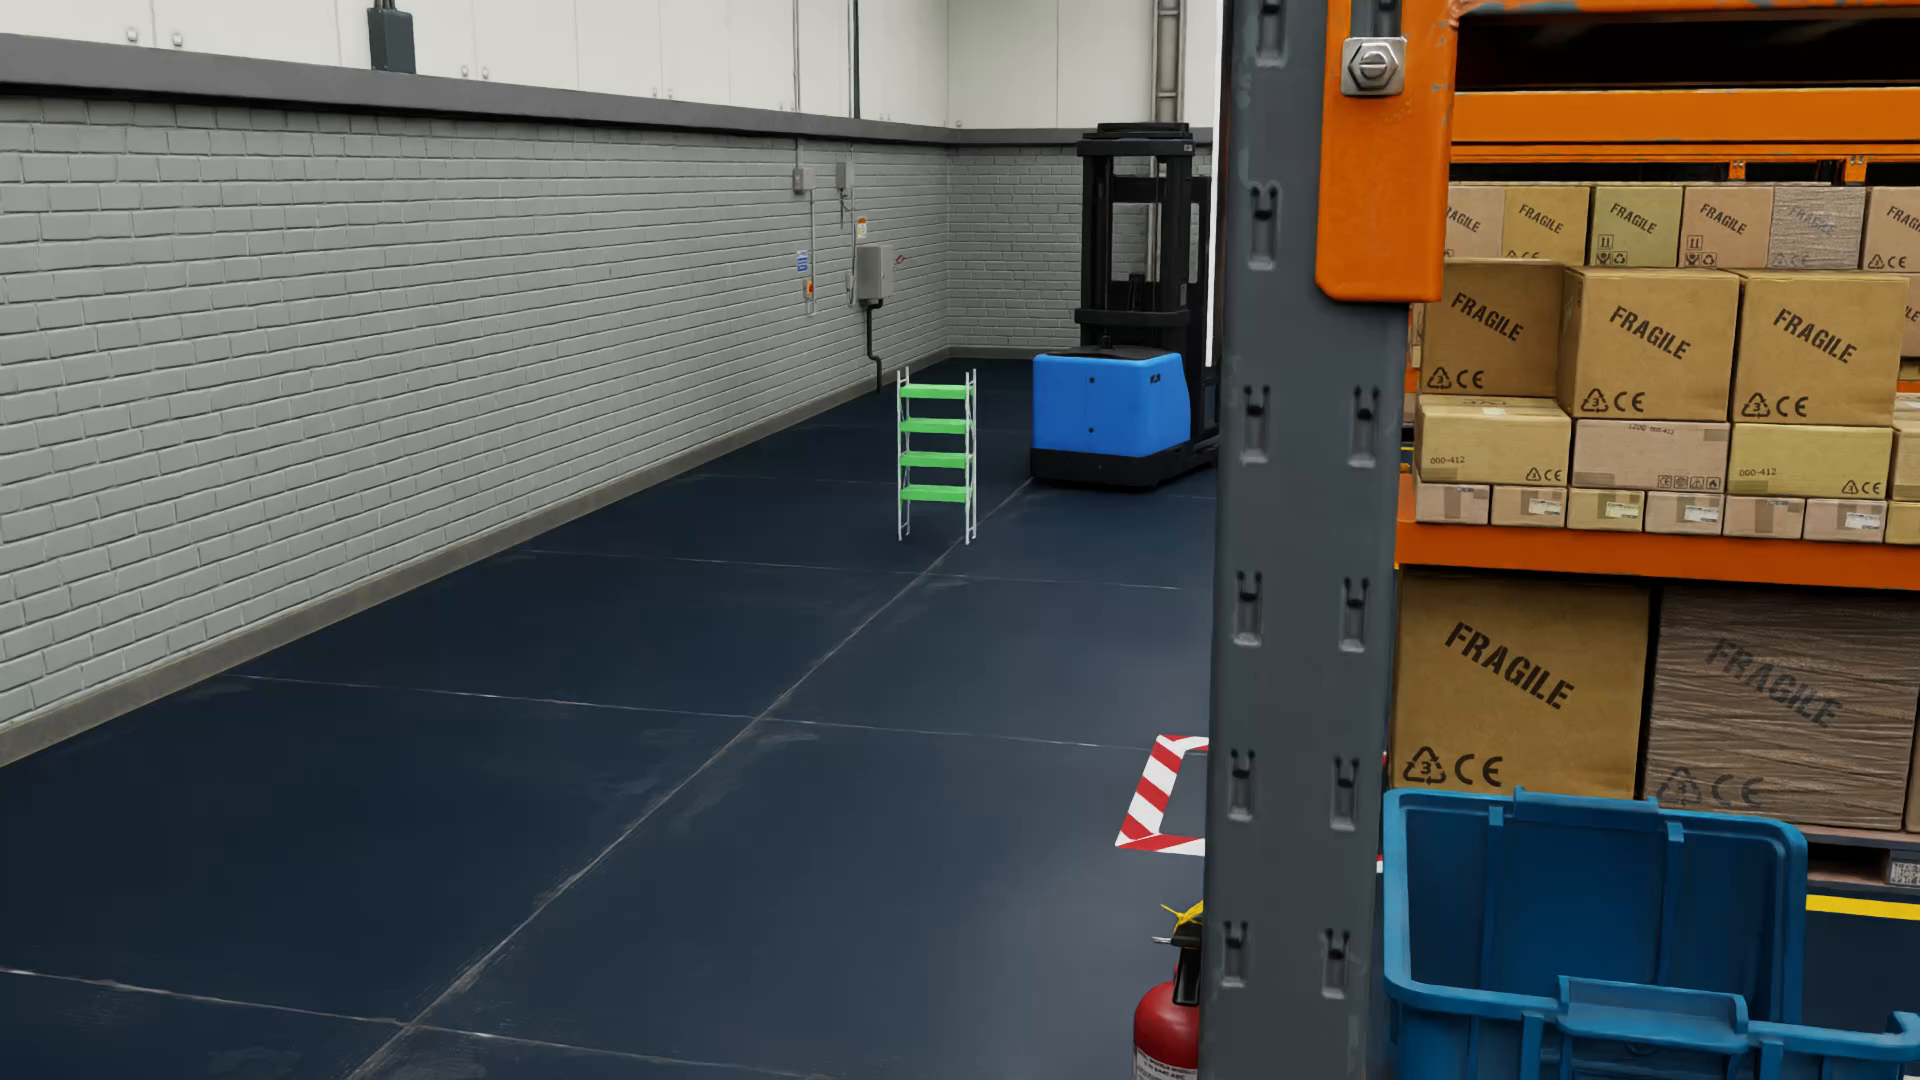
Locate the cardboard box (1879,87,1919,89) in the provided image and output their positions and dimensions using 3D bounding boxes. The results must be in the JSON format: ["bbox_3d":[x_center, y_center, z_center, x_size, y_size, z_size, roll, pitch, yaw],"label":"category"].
[{"bbox_3d":[5.698,-2.598,9.941,0.500,0.250,0.500,3,13,13],"label":"cardboard box"}]

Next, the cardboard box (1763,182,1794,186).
[{"bbox_3d":[7.204,-3.096,14.724,0.250,0.149,0.380,3,13,15],"label":"cardboard box"}]

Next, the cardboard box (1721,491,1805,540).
[{"bbox_3d":[2.815,-0.117,5.914,0.250,0.149,0.380,3,13,12],"label":"cardboard box"}]

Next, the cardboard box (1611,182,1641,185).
[{"bbox_3d":[5.965,-3.148,14.961,0.250,0.149,0.380,3,13,14],"label":"cardboard box"}]

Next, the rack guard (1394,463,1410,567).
[{"bbox_3d":[2.911,-0.193,11.451,0.348,0.500,1.175,3,13,14],"label":"rack guard"}]

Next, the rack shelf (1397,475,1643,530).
[{"bbox_3d":[3.493,-0.055,6.102,3.809,0.052,0.919,3,13,14],"label":"rack shelf"}]

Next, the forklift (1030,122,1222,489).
[{"bbox_3d":[1.725,-2.123,14.535,1.130,2.935,3.031,7,14,28],"label":"forklift"}]

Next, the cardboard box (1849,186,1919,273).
[{"bbox_3d":[5.697,-1.886,10.081,0.500,0.500,0.500,3,13,12],"label":"cardboard box"}]

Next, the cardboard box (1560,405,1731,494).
[{"bbox_3d":[2.459,-0.345,6.021,0.500,0.250,0.500,3,13,13],"label":"cardboard box"}]

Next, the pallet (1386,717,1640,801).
[{"bbox_3d":[2.346,1.006,6.710,1.213,0.211,1.003,3,13,14],"label":"pallet"}]

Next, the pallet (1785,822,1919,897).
[{"bbox_3d":[3.527,1.070,6.423,1.213,0.211,1.003,3,13,14],"label":"pallet"}]

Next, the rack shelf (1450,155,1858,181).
[{"bbox_3d":[5.867,-3.473,15.199,4.000,0.370,1.077,3,13,14],"label":"rack shelf"}]

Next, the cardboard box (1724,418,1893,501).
[{"bbox_3d":[2.946,-0.318,5.901,0.500,0.250,0.500,3,13,12],"label":"cardboard box"}]

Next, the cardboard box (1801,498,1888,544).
[{"bbox_3d":[3.065,-0.103,5.854,0.250,0.149,0.380,3,13,13],"label":"cardboard box"}]

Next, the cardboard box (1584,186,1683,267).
[{"bbox_3d":[4.201,-1.964,10.436,0.500,0.500,0.500,3,13,12],"label":"cardboard box"}]

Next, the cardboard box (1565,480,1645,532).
[{"bbox_3d":[2.315,-0.143,6.034,0.250,0.149,0.380,3,13,12],"label":"cardboard box"}]

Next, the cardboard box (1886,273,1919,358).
[{"bbox_3d":[5.680,-1.397,10.188,0.500,0.500,0.500,3,13,12],"label":"cardboard box"}]

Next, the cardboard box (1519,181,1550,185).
[{"bbox_3d":[5.228,-3.192,15.160,0.250,0.149,0.380,3,13,14],"label":"cardboard box"}]

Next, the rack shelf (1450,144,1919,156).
[{"bbox_3d":[4.779,-2.427,10.484,4.000,0.370,1.077,3,13,14],"label":"rack shelf"}]

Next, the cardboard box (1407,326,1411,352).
[{"bbox_3d":[5.682,-2.443,20.612,0.637,0.503,0.797,3,13,11],"label":"cardboard box"}]

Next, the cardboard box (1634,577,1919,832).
[{"bbox_3d":[3.075,0.516,6.419,0.875,0.875,0.875,3,13,14],"label":"cardboard box"}]

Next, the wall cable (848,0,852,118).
[{"bbox_3d":[-1.482,-5.787,17.040,0.029,3.000,2.355,3,13,14],"label":"wall cable"}]

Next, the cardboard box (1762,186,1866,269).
[{"bbox_3d":[5.203,-1.915,10.214,0.500,0.500,0.500,3,13,15],"label":"cardboard box"}]

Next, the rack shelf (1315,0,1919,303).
[{"bbox_3d":[2.306,-0.348,1.112,4.000,0.370,1.077,3,13,14],"label":"rack shelf"}]

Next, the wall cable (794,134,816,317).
[{"bbox_3d":[-1.555,-3.263,17.097,0.123,1.953,0.585,3,13,14],"label":"wall cable"}]

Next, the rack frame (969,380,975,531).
[{"bbox_3d":[0.076,-0.582,11.586,0.006,1.046,0.228,3,13,14],"label":"rack frame"}]

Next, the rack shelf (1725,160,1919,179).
[{"bbox_3d":[10.936,-4.310,18.969,4.000,0.370,1.077,3,13,14],"label":"rack shelf"}]

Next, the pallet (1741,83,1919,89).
[{"bbox_3d":[3.462,-1.702,5.759,1.213,0.211,1.003,3,13,14],"label":"pallet"}]

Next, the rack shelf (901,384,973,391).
[{"bbox_3d":[-0.161,-1.053,11.541,0.457,0.021,0.221,3,13,14],"label":"rack shelf"}]

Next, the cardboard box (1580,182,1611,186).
[{"bbox_3d":[5.699,-3.152,14.976,0.250,0.149,0.380,3,13,12],"label":"cardboard box"}]

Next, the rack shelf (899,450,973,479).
[{"bbox_3d":[-0.161,-0.532,11.656,0.480,0.148,0.258,3,13,14],"label":"rack shelf"}]

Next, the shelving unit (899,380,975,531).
[{"bbox_3d":[-0.157,-0.594,11.642,0.487,1.046,0.258,3,13,14],"label":"shelving unit"}]

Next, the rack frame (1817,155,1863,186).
[{"bbox_3d":[7.809,-2.256,14.978,0.127,3.000,1.000,3,13,14],"label":"rack frame"}]

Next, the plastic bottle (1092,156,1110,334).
[{"bbox_3d":[7.543,-1.250,10.442,14.342,2.616,20.093,3,13,14],"label":"plastic bottle"}]

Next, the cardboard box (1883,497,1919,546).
[{"bbox_3d":[3.310,-0.090,5.794,0.250,0.149,0.380,3,13,12],"label":"cardboard box"}]

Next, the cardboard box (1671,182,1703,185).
[{"bbox_3d":[6.462,-3.125,14.858,0.250,0.149,0.380,3,13,13],"label":"cardboard box"}]

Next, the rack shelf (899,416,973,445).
[{"bbox_3d":[-0.161,-0.766,11.604,0.480,0.148,0.258,3,13,14],"label":"rack shelf"}]

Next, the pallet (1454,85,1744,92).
[{"bbox_3d":[2.274,-1.765,6.042,1.213,0.211,1.003,3,13,14],"label":"pallet"}]

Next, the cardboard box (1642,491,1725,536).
[{"bbox_3d":[2.568,-0.130,5.974,0.250,0.149,0.380,3,13,13],"label":"cardboard box"}]

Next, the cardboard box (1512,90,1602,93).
[{"bbox_3d":[3.722,-2.704,10.415,0.500,0.250,0.500,3,13,15],"label":"cardboard box"}]

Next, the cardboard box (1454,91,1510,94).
[{"bbox_3d":[3.212,-2.732,10.543,0.500,0.250,0.500,4,13,16],"label":"cardboard box"}]

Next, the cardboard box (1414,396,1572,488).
[{"bbox_3d":[1.952,-0.370,6.137,0.500,0.250,0.500,3,13,12],"label":"cardboard box"}]

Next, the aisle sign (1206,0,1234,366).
[{"bbox_3d":[0.223,-0.549,1.280,0.004,0.787,0.394,3,13,14],"label":"aisle sign"}]
